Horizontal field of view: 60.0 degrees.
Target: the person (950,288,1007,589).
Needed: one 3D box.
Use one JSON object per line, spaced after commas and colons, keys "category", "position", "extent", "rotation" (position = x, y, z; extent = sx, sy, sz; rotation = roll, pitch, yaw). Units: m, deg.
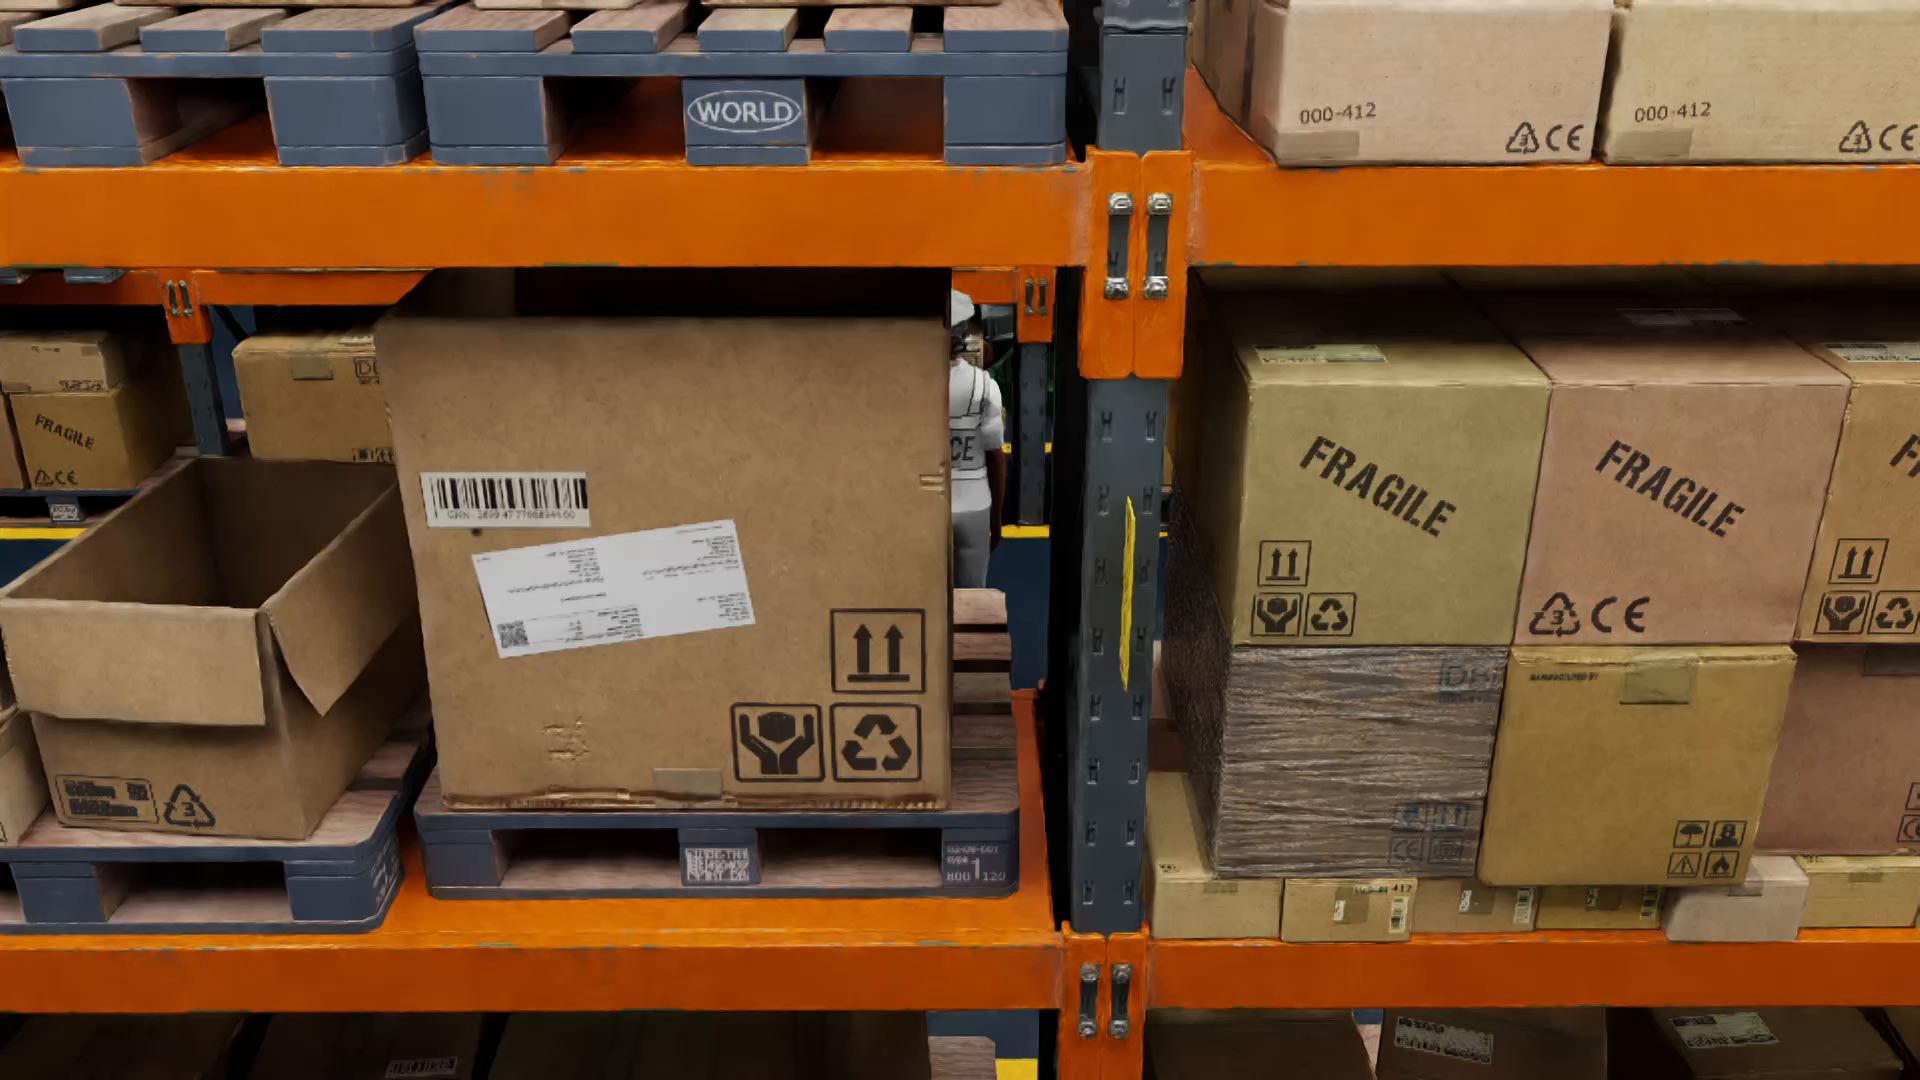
{"category": "person", "position": [-0.059, -0.113, 6.280], "extent": [0.536, 1.680, 0.389], "rotation": [4, 25, 8]}
